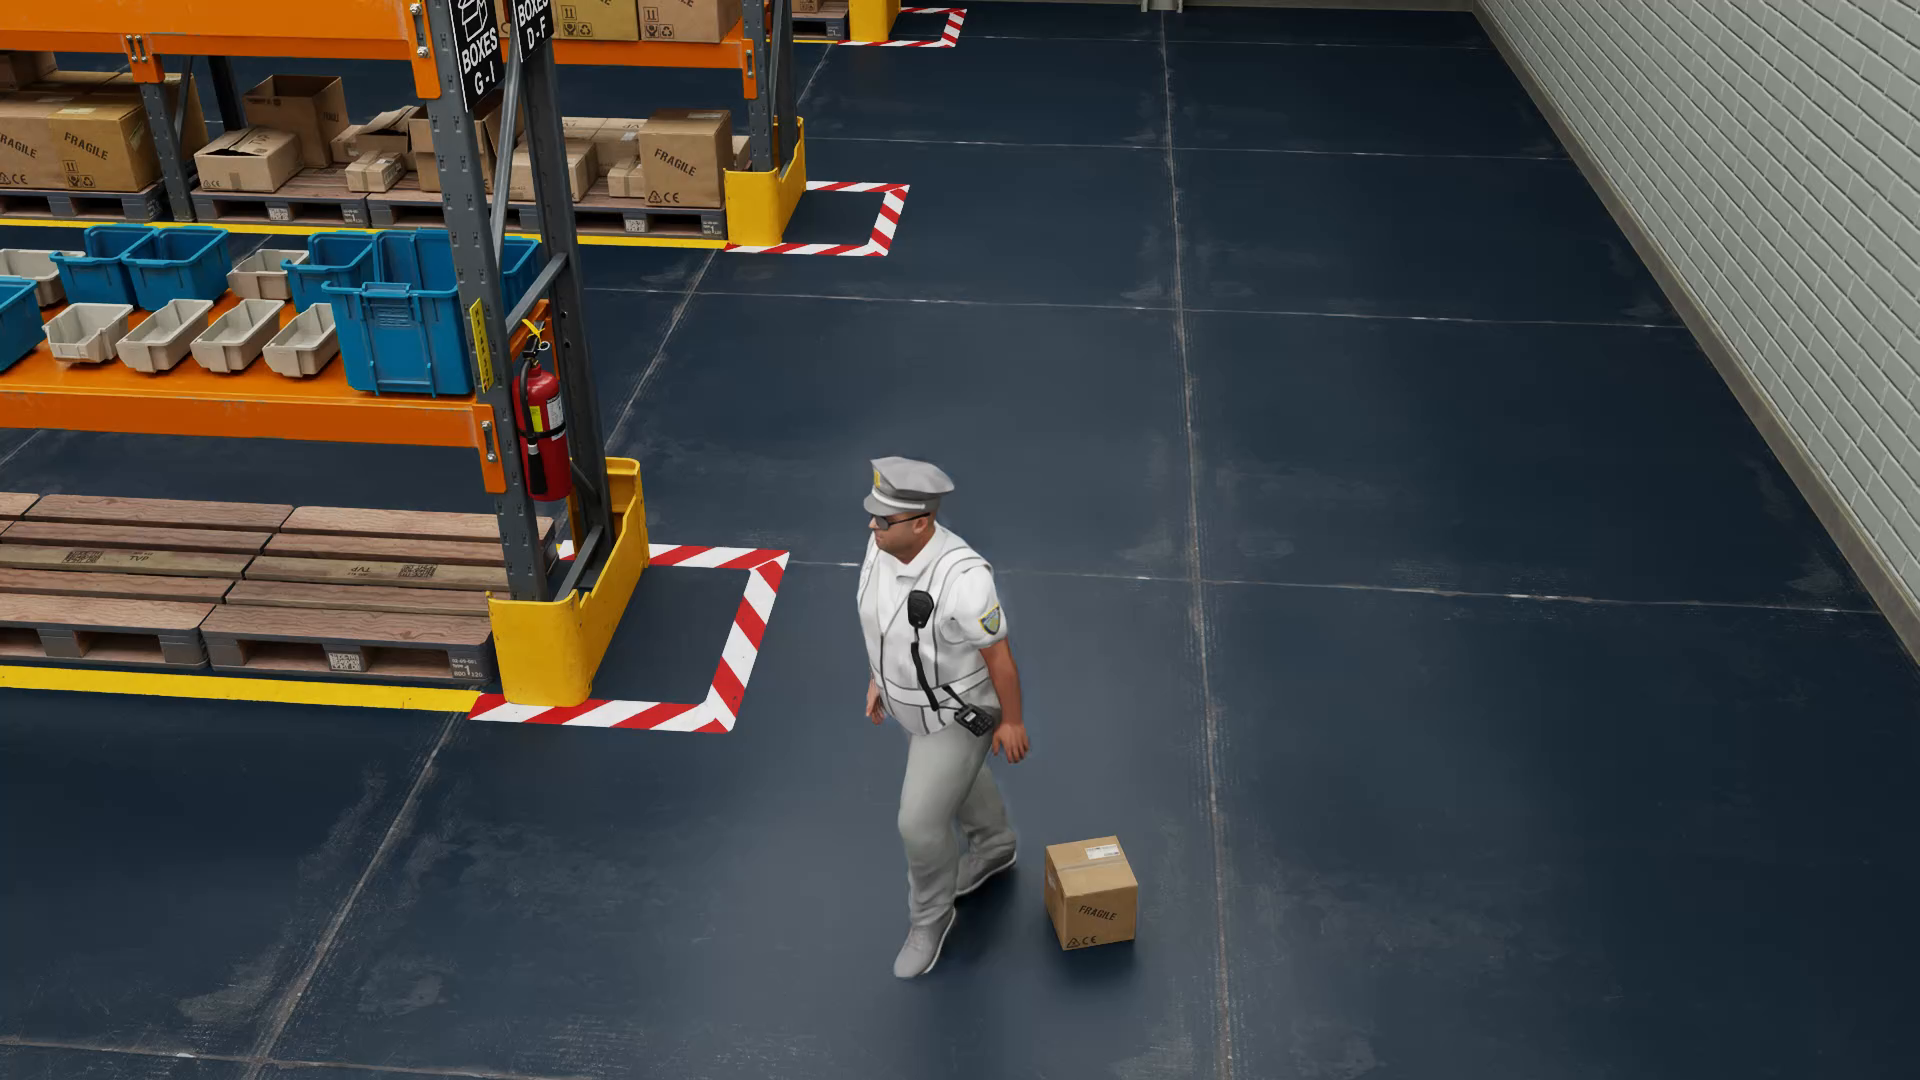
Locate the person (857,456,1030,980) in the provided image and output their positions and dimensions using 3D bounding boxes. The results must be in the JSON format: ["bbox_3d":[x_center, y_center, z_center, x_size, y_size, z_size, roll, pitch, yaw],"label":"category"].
[{"bbox_3d":[-0.063,0.521,5.312,0.630,1.804,0.569,-19,36,-28],"label":"person"}]
